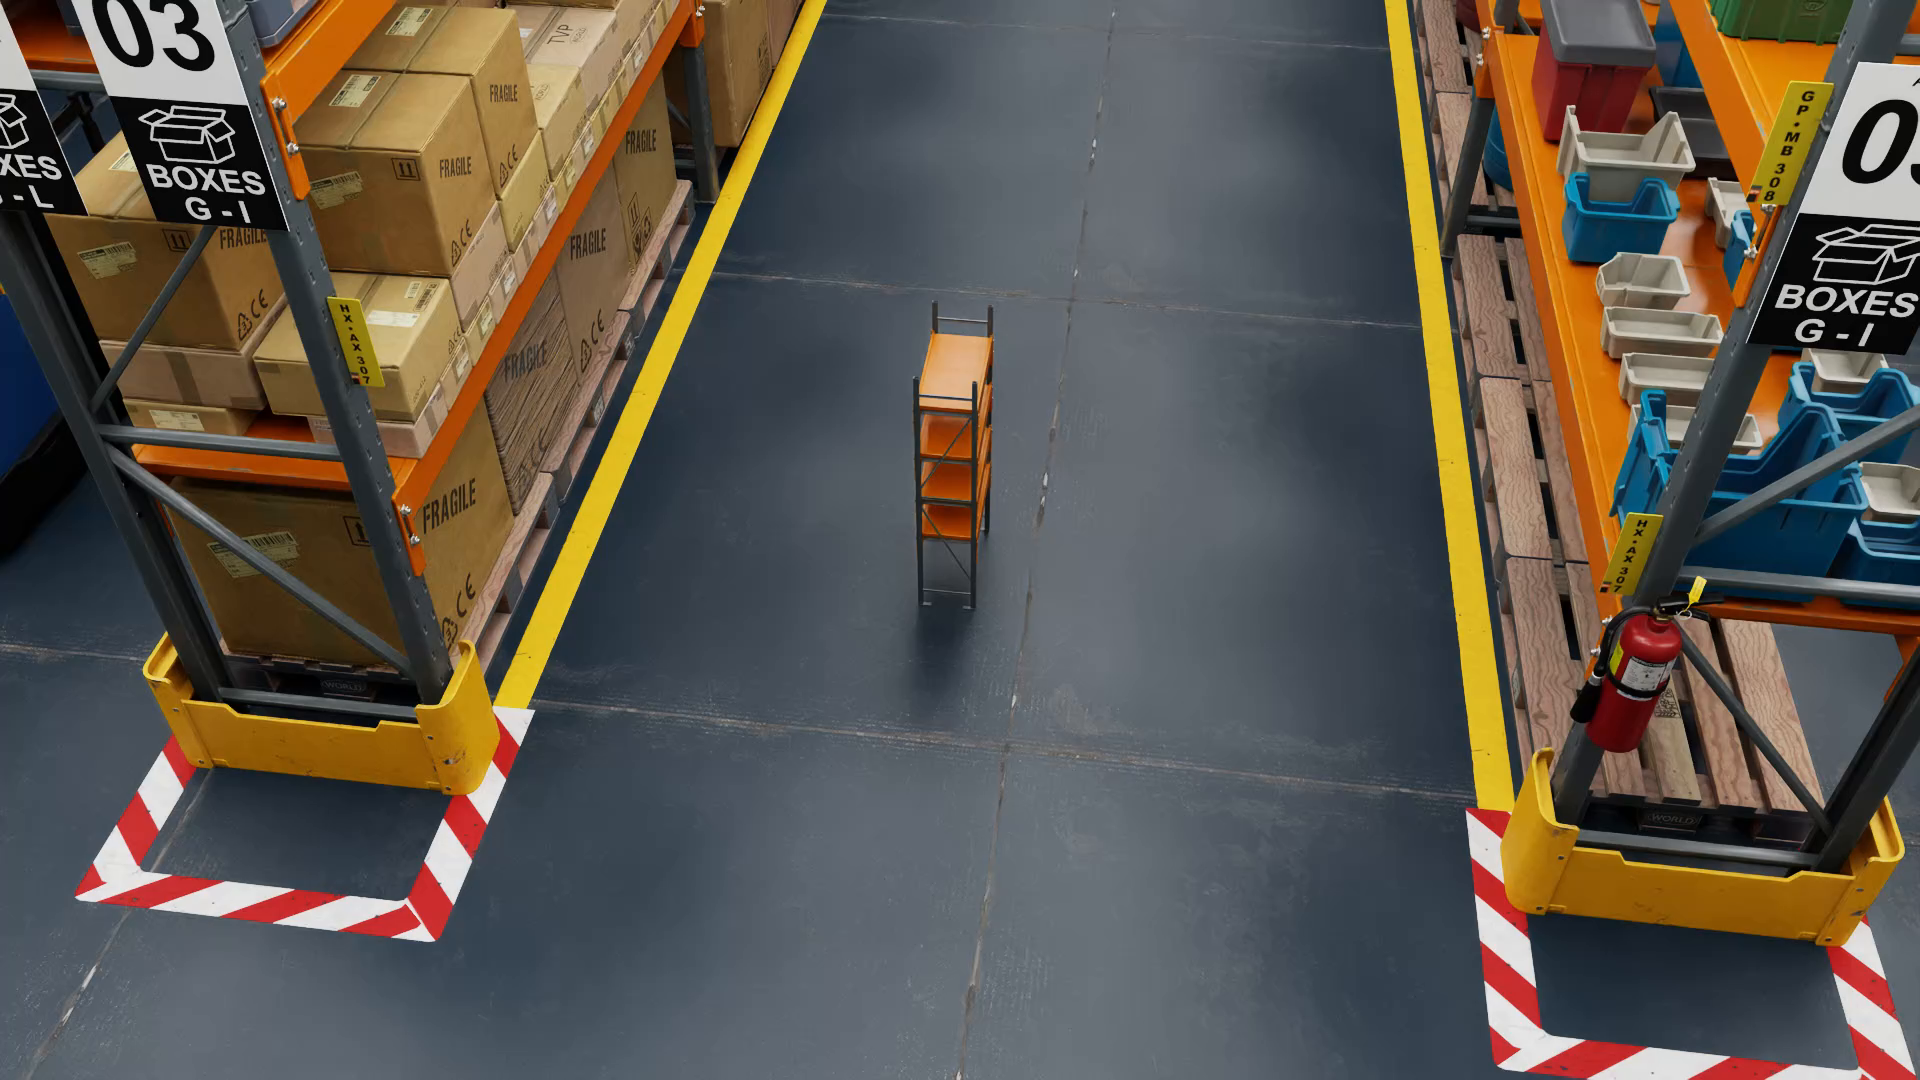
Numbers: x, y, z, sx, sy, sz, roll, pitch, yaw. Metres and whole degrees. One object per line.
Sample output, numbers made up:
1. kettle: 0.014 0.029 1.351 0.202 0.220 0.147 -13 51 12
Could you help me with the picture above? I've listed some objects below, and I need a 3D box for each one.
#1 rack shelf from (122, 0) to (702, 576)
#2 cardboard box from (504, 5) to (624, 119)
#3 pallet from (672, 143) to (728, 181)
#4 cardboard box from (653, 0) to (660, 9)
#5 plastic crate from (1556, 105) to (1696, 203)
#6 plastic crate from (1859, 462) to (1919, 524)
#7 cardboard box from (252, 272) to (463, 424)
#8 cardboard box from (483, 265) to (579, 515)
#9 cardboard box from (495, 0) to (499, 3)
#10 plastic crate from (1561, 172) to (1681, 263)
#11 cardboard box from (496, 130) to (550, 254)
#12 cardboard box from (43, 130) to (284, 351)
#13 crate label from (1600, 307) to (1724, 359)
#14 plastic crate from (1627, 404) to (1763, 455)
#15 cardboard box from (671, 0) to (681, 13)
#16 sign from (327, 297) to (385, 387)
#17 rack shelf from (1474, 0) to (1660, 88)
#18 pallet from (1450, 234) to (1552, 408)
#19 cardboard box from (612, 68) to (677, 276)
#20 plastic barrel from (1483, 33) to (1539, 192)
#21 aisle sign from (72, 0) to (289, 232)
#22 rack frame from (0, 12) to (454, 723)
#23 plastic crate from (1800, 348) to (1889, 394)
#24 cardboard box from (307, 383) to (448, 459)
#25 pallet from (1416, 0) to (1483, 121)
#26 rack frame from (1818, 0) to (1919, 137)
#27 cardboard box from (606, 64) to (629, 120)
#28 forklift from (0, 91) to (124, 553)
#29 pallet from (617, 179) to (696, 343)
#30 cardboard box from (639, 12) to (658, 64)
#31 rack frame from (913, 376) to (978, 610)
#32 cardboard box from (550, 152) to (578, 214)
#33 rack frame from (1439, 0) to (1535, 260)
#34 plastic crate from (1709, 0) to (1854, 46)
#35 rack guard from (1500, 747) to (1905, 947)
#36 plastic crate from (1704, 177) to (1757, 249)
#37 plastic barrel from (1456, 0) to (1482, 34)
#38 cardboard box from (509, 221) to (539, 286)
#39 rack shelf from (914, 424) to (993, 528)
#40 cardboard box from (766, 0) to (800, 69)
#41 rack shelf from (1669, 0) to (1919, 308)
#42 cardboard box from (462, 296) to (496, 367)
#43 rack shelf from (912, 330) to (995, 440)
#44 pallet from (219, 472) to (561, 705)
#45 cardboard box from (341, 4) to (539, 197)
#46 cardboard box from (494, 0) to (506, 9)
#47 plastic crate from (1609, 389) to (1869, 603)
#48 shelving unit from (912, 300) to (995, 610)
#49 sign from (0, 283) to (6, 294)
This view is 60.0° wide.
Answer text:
1. rack shelf: -2.112 -1.409 7.102 1.077 0.370 4.000 5 44 6
2. cardboard box: -1.779 -2.062 7.161 0.500 0.250 0.500 6 44 6
3. pallet: -1.820 -2.554 9.816 1.003 0.211 1.213 5 44 6
4. cardboard box: -1.645 -2.762 7.901 0.500 0.250 0.500 4 44 5
5. plastic crate: 2.678 -1.538 6.758 0.437 0.282 0.530 5 44 6
6. plastic crate: 3.017 -0.133 5.379 0.250 0.136 0.298 5 44 6
7. cardboard box: -2.045 -0.664 5.684 0.500 0.250 0.500 4 44 4
8. cardboard box: -2.250 -0.752 7.125 0.875 0.875 0.875 5 44 6
9. cardboard box: -2.237 -2.721 7.312 0.500 0.500 0.500 5 44 6
10. plastic crate: 2.551 -1.241 6.480 0.416 0.233 0.300 5 44 6
11. cardboard box: -1.913 -1.361 6.420 0.500 0.250 0.500 4 44 4
12. cardboard box: -2.572 -0.989 5.483 0.500 0.500 0.500 6 44 6
13. crate label: 2.527 -0.744 6.024 0.396 0.136 0.243 5 44 6
14. plastic crate: 2.462 -0.356 5.614 0.396 0.136 0.243 5 44 6
15. cardboard box: -1.563 -2.705 8.130 0.380 0.149 0.250 5 44 6
16. sign: -1.827 -0.596 5.033 0.100 0.325 0.005 5 44 6
17. rack shelf: 3.327 -3.685 9.506 1.077 0.370 4.000 5 44 6
18. pallet: 3.004 -1.066 8.245 1.003 0.211 1.213 5 44 6
19. cardboard box: -2.014 -1.972 8.413 0.875 0.875 0.875 5 44 6
20. plastic barrel: 3.151 -2.343 8.786 0.600 0.901 0.708 5 44 6
21. aisle sign: -2.088 -1.175 4.441 0.394 0.787 0.004 5 44 6
22. rack frame: -2.376 -0.308 5.415 1.000 3.000 0.127 5 44 6
23. plastic crate: 3.107 -0.595 5.867 0.250 0.136 0.298 5 44 6
24. cardboard box: -2.002 -0.428 5.726 0.380 0.149 0.250 6 44 6
25. pallet: 3.365 -2.927 10.210 1.003 0.211 1.213 5 44 6
26. rack frame: 2.534 -2.036 2.877 1.000 3.000 0.127 5 44 6
27. cardboard box: -1.698 -2.003 7.389 0.380 0.149 0.250 6 44 6
28. forklift: -4.464 -1.941 7.190 1.130 2.935 3.031 5 44 5
29. pallet: -2.025 -1.510 8.713 1.003 0.211 1.213 5 44 6
30. cardboard box: -1.631 -2.354 7.760 0.380 0.149 0.250 5 44 5
31. rack frame: -0.054 -0.157 6.565 0.240 1.200 0.015 5 44 6
32. cardboard box: -1.800 -1.477 6.833 0.380 0.149 0.250 4 44 4
33. rack frame: 3.062 -2.583 7.819 1.000 3.000 0.127 5 44 6
34. plastic crate: 2.381 -1.568 4.719 0.450 0.188 0.336 5 44 6
35. rack guard: 2.543 1.068 5.781 1.175 0.500 0.348 5 44 6
36. plastic crate: 3.130 -1.295 6.607 0.293 0.136 0.466 5 44 6
37. plastic barrel: 3.394 -3.482 10.216 0.600 0.588 0.708 5 44 6
38. cardboard box: -1.868 -1.129 6.465 0.380 0.149 0.250 4 44 5
39. rack shelf: -0.022 -0.274 6.787 0.258 0.148 0.480 5 44 6
40. cardboard box: -1.665 -3.462 9.986 1.225 0.875 0.875 4 44 4
41. rack shelf: 2.798 -2.048 5.595 1.077 0.370 4.000 5 44 6
42. cardboard box: -1.936 -0.778 6.095 0.380 0.149 0.250 4 44 5
43. rack shelf: -0.022 -0.608 6.470 0.258 0.148 0.480 5 44 6
44. pallet: -2.348 0.153 6.957 1.003 0.211 1.213 5 44 6
45. cardboard box: -1.916 -1.630 6.160 0.500 0.500 0.500 4 44 4
46. cardboard box: -2.240 -2.452 7.573 0.500 0.250 0.500 5 44 5
47. plastic crate: 2.393 -0.137 5.166 0.616 0.435 0.499 5 44 6
48. shelving unit: -0.022 -0.323 6.741 0.258 1.200 0.503 5 44 6
49. sign: -2.912 -0.873 4.998 0.100 0.325 0.005 5 44 6
